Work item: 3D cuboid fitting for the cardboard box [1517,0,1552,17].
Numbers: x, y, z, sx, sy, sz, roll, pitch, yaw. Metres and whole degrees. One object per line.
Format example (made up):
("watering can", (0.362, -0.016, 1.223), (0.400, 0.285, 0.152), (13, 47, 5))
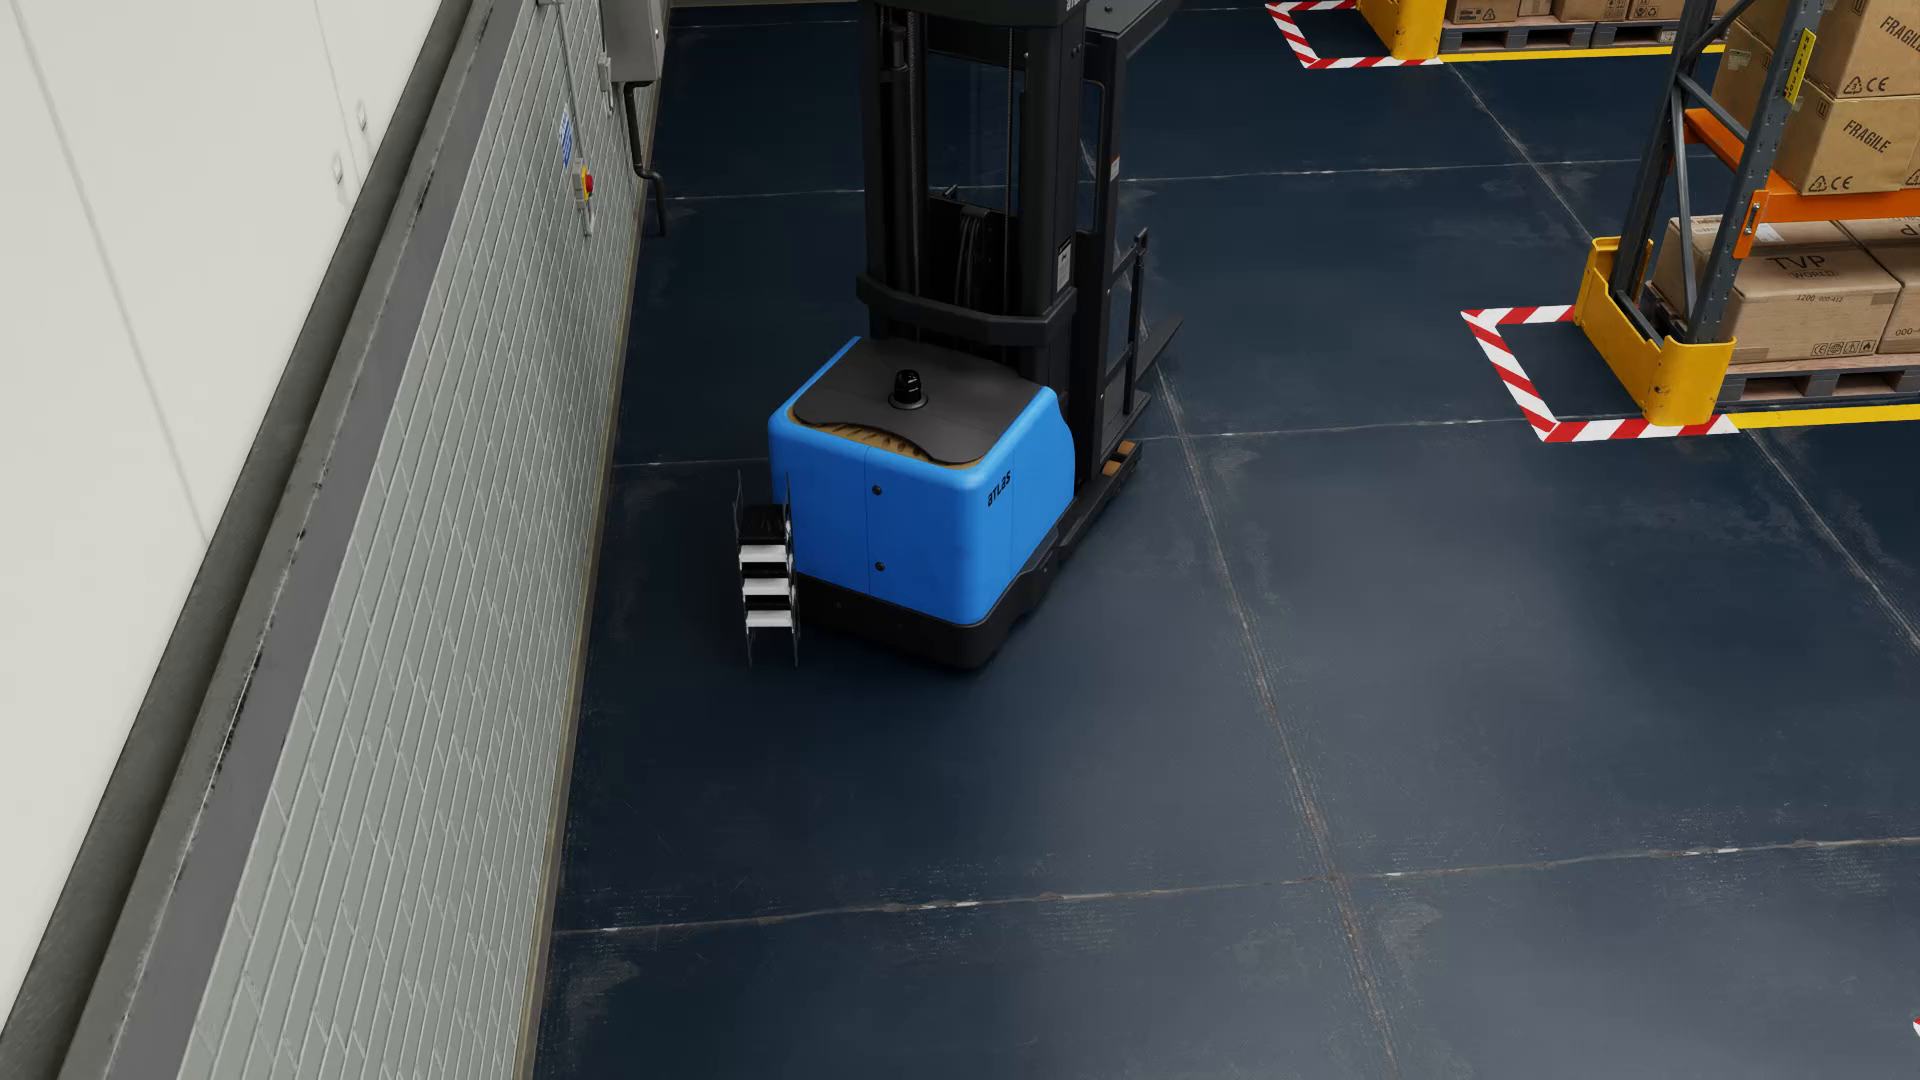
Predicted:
("cardboard box", (4.416, -4.230, 12.974), (0.250, 0.149, 0.380), (-5, 39, -6))

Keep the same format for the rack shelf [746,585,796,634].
("rack shelf", (-0.827, 0.301, 7.309), (0.200, 0.077, 0.258), (0, 38, 0))

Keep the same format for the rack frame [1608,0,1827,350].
("rack frame", (3.815, -2.147, 8.372), (0.127, 3.000, 1.000), (-3, 38, -4))

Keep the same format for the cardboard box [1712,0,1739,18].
("cardboard box", (5.878, -4.448, 12.967), (0.500, 0.500, 0.700), (-5, 38, -6))

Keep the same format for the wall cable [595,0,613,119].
("wall cable", (-1.937, -3.097, 8.755), (0.122, 1.984, 0.588), (-3, 38, -4))

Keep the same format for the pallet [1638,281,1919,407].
("pallet", (4.605, -1.145, 9.352), (1.213, 0.211, 1.003), (-3, 38, -4))

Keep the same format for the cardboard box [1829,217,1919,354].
("cardboard box", (5.375, -1.460, 9.230), (0.875, 0.438, 0.875), (-2, 38, -3))

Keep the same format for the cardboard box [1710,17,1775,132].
("cardboard box", (4.272, -2.376, 8.581), (0.500, 0.500, 0.500), (-3, 38, -4))

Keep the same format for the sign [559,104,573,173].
("sign", (-1.856, -1.896, 7.836), (0.001, 0.218, 0.327), (-3, 38, -4))

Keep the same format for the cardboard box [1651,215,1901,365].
("cardboard box", (4.464, -1.404, 9.160), (0.875, 0.438, 0.875), (-4, 38, -6))

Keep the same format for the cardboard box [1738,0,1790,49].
("cardboard box", (4.274, -2.752, 8.251), (0.500, 0.500, 0.500), (-2, 38, -2))

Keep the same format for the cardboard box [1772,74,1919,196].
("cardboard box", (4.319, -2.036, 8.150), (0.500, 0.500, 0.500), (-3, 38, -4))

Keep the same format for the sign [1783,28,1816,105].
("sign", (3.858, -2.176, 7.645), (0.005, 0.325, 0.100), (-3, 38, -4))

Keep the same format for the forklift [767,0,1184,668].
("forklift", (0.278, -1.496, 7.602), (1.130, 2.935, 3.031), (17, 41, 21))

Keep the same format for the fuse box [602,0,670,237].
("fuse box", (-1.840, -2.622, 10.013), (0.414, 1.711, 0.539), (-3, 38, -4))

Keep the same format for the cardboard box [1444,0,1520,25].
("cardboard box", (3.989, -4.370, 12.865), (0.637, 0.503, 0.797), (-5, 39, -6))

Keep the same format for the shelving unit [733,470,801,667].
("shelving unit", (-0.827, 0.133, 7.177), (0.210, 0.900, 0.258), (0, 38, 0))

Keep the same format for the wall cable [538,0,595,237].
("wall cable", (-1.799, -2.235, 7.637), (0.123, 1.953, 0.585), (-3, 38, -4))

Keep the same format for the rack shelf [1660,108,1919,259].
("rack shelf", (5.807, -1.975, 8.734), (4.000, 0.370, 1.077), (-3, 38, -4))

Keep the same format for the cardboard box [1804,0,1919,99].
("cardboard box", (4.318, -2.430, 7.842), (0.500, 0.500, 0.500), (-4, 38, -5))

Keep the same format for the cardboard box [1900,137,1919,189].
("cardboard box", (4.820, -2.081, 8.207), (0.500, 0.500, 0.500), (-4, 38, -5))

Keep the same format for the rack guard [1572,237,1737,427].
("rack guard", (3.791, -1.165, 9.144), (0.348, 0.500, 1.175), (-3, 38, -4))

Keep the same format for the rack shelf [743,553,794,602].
("rack shelf", (-0.827, 0.159, 7.197), (0.200, 0.077, 0.258), (0, 38, 0))

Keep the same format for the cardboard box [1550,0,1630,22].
("cardboard box", (4.844, -4.391, 12.895), (0.500, 0.500, 0.700), (-2, 38, -2))

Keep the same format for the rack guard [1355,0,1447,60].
("rack guard", (3.447, -4.232, 13.033), (0.348, 0.500, 1.175), (-3, 38, -4))

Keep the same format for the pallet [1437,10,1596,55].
("pallet", (4.242, -4.163, 13.178), (1.213, 0.211, 1.003), (-3, 38, -4))

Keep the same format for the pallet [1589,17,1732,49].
("pallet", (5.454, -4.228, 13.261), (1.213, 0.211, 1.003), (-3, 38, -4))

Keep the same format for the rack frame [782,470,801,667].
("rack frame", (-0.725, 0.133, 7.177), (0.006, 0.900, 0.240), (0, 38, 0))

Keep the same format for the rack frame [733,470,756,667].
("rack frame", (-0.929, 0.134, 7.176), (0.006, 0.900, 0.240), (0, 38, 0))

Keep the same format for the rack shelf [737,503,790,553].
("rack shelf", (-0.827, -0.053, 7.030), (0.200, 0.077, 0.258), (0, 38, 0))

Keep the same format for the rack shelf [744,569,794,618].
("rack shelf", (-0.827, 0.230, 7.253), (0.200, 0.077, 0.258), (0, 38, 0))

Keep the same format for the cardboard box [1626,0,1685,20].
("cardboard box", (5.380, -4.358, 12.853), (0.500, 0.500, 0.500), (-2, 38, -3))

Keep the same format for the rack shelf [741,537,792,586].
("rack shelf", (-0.827, 0.089, 7.141), (0.200, 0.077, 0.258), (0, 38, 0))

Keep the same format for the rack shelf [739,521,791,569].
("rack shelf", (-0.827, 0.018, 7.086), (0.200, 0.077, 0.258), (0, 38, 0))
